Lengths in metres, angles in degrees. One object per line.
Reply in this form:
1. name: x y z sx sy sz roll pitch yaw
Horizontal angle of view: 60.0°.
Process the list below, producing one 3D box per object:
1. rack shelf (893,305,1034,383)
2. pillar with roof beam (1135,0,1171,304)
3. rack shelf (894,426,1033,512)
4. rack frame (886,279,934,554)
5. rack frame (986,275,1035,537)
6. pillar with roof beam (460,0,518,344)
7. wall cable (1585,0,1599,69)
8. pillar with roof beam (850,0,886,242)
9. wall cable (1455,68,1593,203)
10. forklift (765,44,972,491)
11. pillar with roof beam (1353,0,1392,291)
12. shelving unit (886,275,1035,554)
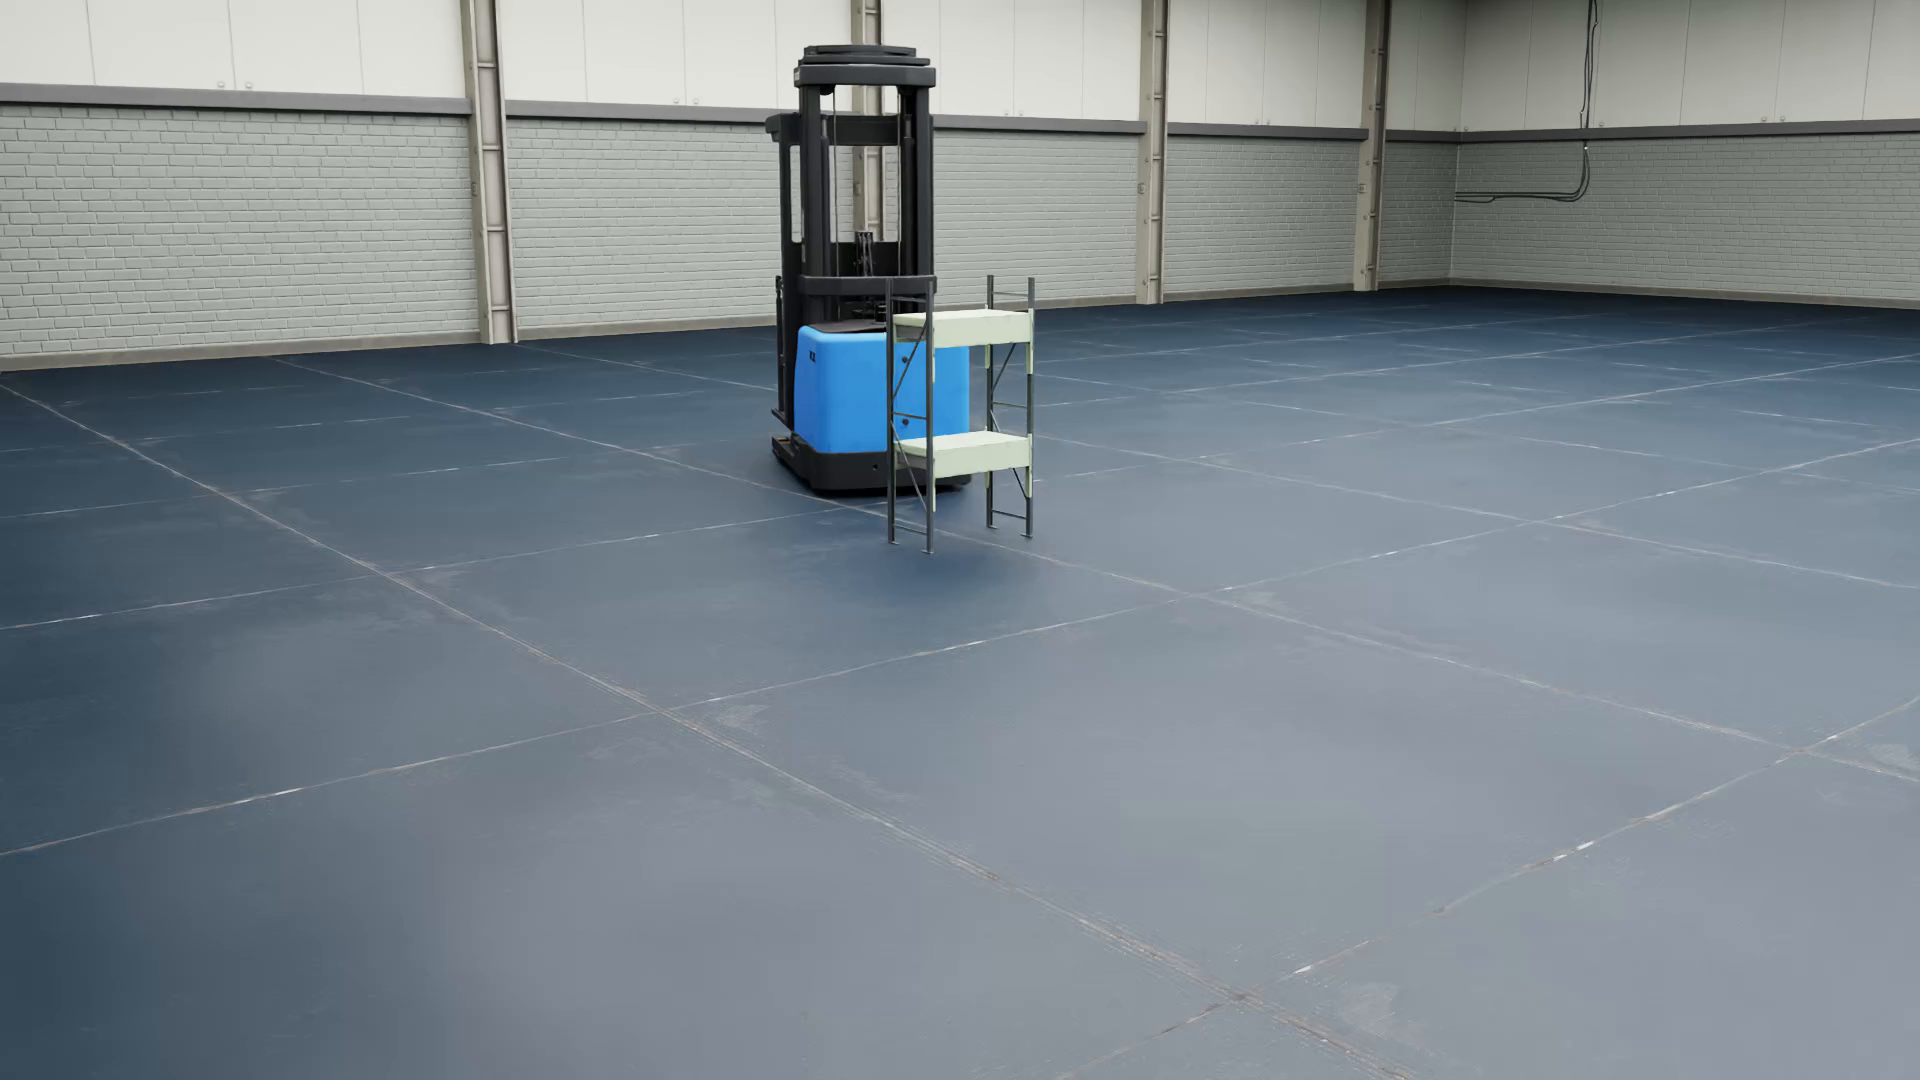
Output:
1. rack shelf: 0.005 -1.116 9.396 0.720 0.370 0.431 -9 15 -38
2. pillar with roof beam: 6.006 -7.855 24.957 0.400 9.000 9.100 -9 15 -38
3. rack shelf: 0.005 -0.416 9.545 0.720 0.370 0.431 -9 15 -38
4. rack frame: -0.281 -0.687 9.253 0.023 1.500 0.400 -9 15 -38
5. rack frame: 0.291 -0.782 9.701 0.023 1.500 0.400 -9 15 -38
6. pillar with roof beam: -3.364 -6.298 17.624 0.400 9.000 9.100 -9 15 -38
7. wall cable: 12.818 -10.012 30.433 0.112 2.526 3.097 -9 15 -38
8. pillar with roof beam: 1.321 -7.077 21.290 0.400 9.000 9.100 -9 15 -38
9. wall cable: 11.128 -7.981 33.024 0.112 2.526 3.097 -9 15 -38
10. forklift: -0.788 -2.016 12.068 1.130 2.935 3.031 -3 12 -14
11. pillar with roof beam: 10.691 -8.634 28.623 0.400 9.000 9.100 -9 15 -38
12. shelving unit: 0.005 -0.735 9.477 0.755 1.500 0.431 -9 15 -38
